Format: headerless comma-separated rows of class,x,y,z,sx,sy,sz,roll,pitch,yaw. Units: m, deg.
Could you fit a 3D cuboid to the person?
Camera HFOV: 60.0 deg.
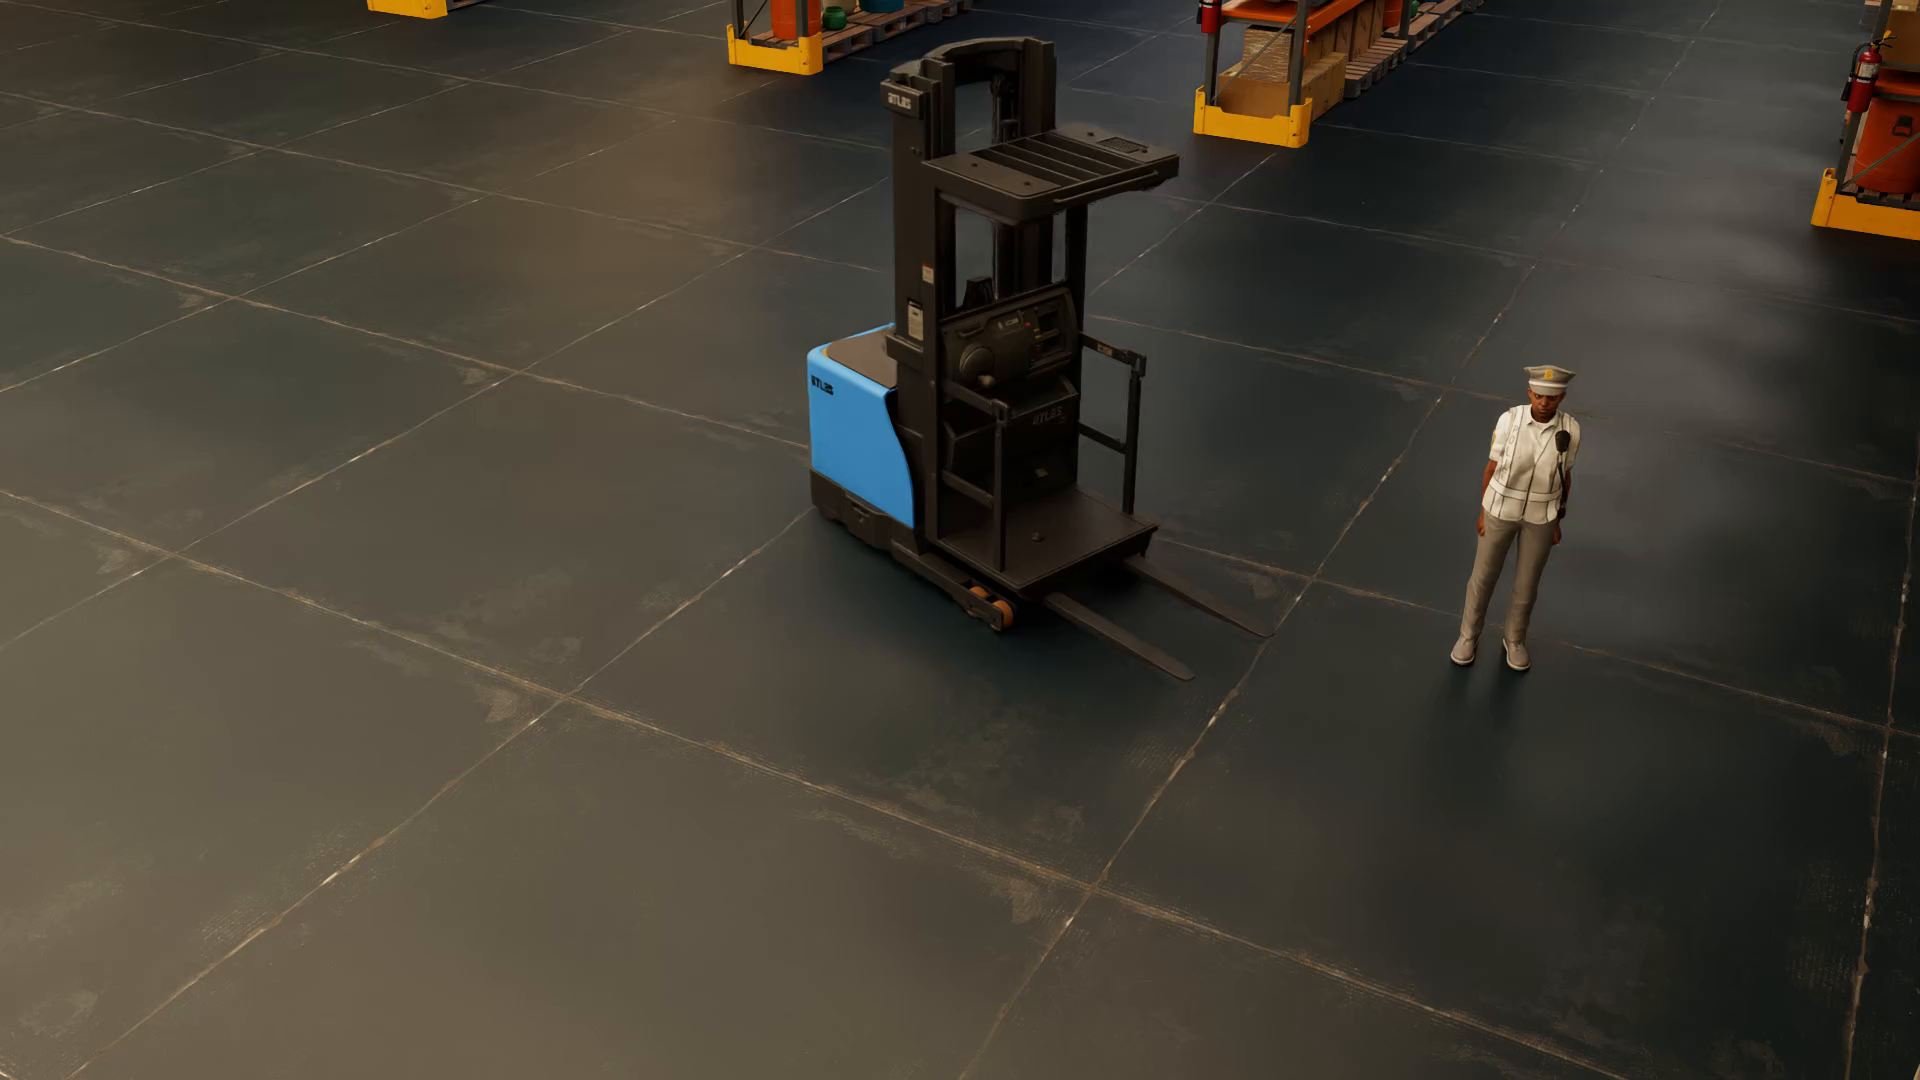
person,2.870,-0.123,8.528,0.448,1.694,0.351,7,31,11

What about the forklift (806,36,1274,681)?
forklift,0.415,-1.056,8.900,1.130,2.935,3.031,-23,37,-34
